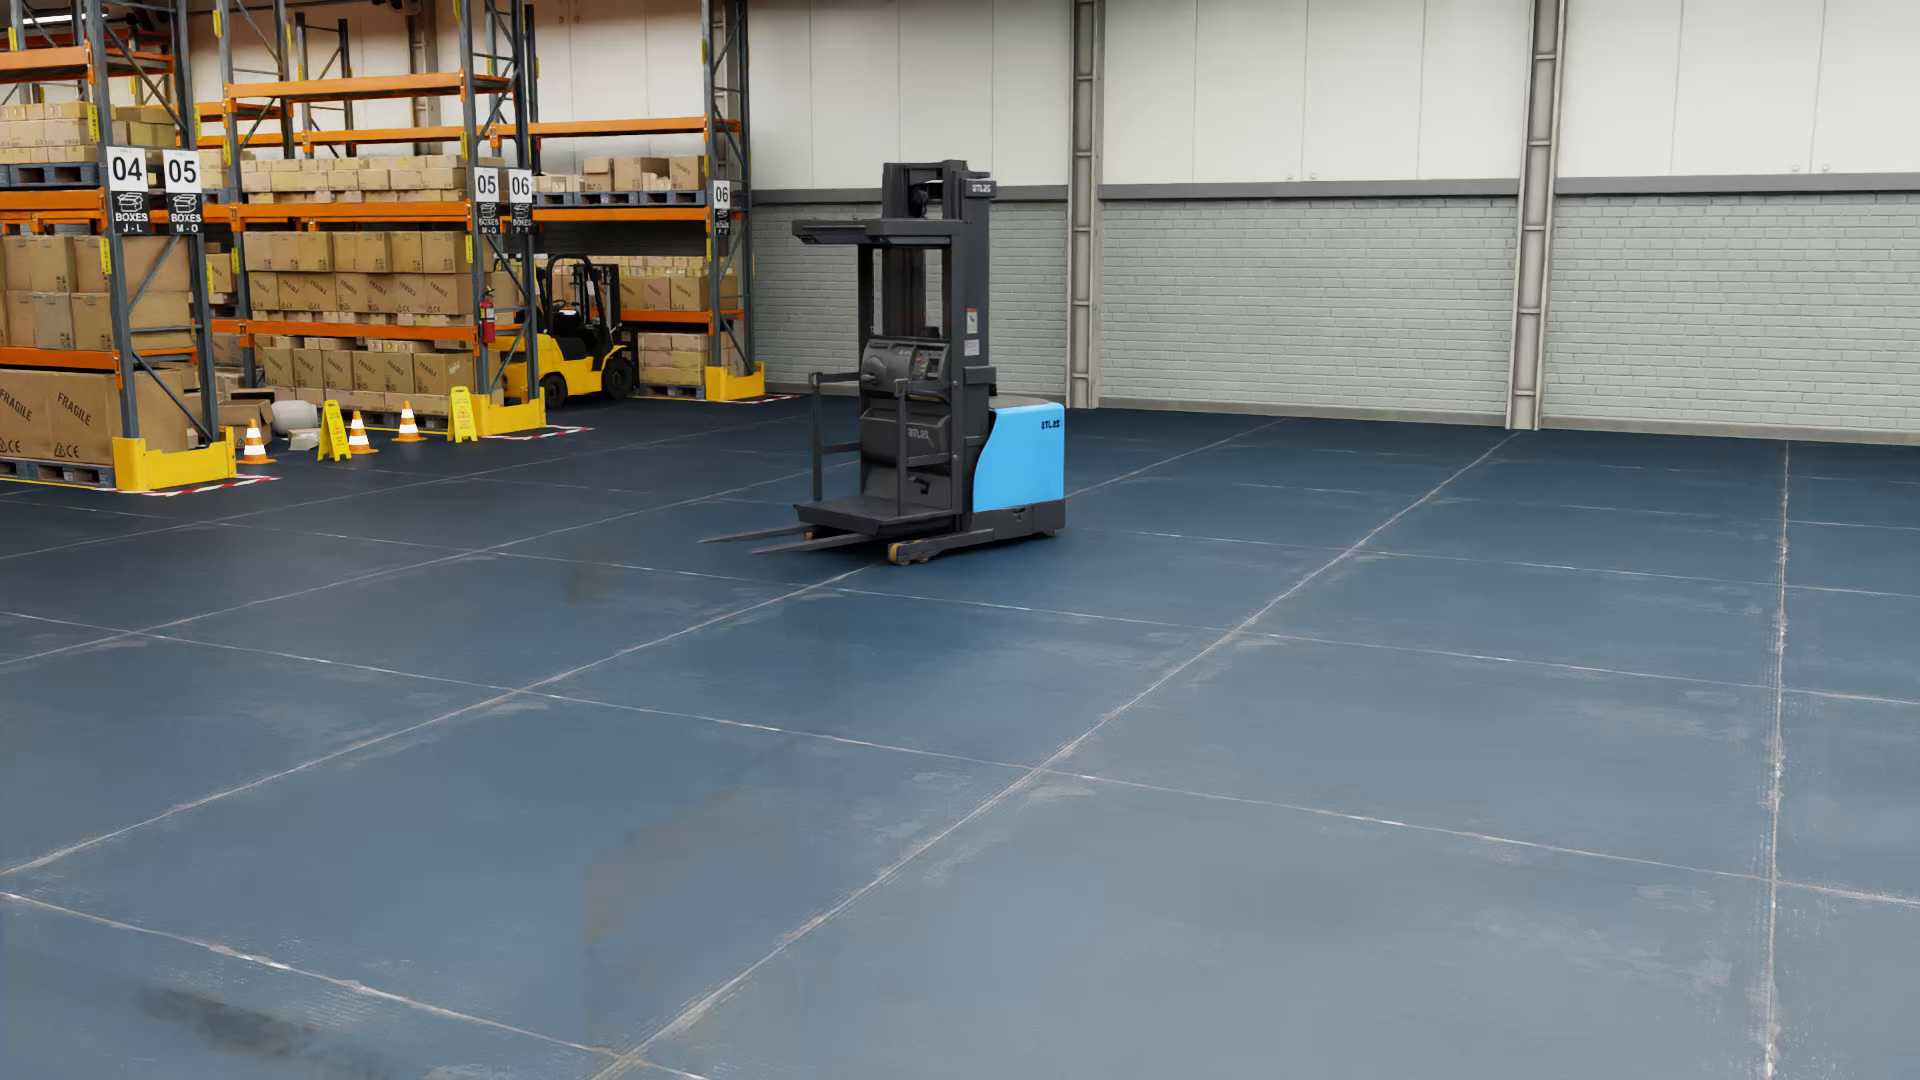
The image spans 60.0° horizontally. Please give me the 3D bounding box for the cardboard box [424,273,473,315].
[{"bbox_3d":[-6.215,-3.035,20.460,0.500,0.500,0.500,5,11,25],"label":"cardboard box"}]

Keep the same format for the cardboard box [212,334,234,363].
[{"bbox_3d":[-12.913,-3.401,29.440,0.500,0.500,0.500,5,11,24],"label":"cardboard box"}]

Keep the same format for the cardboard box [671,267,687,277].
[{"bbox_3d":[-4.091,-4.000,24.806,0.250,0.149,0.380,5,12,27],"label":"cardboard box"}]

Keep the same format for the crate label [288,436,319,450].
[{"bbox_3d":[-7.481,-1.108,18.966,0.298,0.136,0.250,-1,10,-4],"label":"crate label"}]

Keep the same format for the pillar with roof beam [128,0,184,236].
[{"bbox_3d":[-16.305,-7.042,26.874,0.548,9.000,9.100,5,11,26],"label":"pillar with roof beam"}]

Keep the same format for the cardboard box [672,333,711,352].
[{"bbox_3d":[-3.964,-2.966,24.927,0.500,0.250,0.500,5,12,28],"label":"cardboard box"}]

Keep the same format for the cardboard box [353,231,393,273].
[{"bbox_3d":[-7.115,-3.598,20.765,0.500,0.500,0.700,5,11,25],"label":"cardboard box"}]

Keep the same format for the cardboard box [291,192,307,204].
[{"bbox_3d":[-8.334,-4.387,21.329,0.250,0.149,0.380,5,12,28],"label":"cardboard box"}]

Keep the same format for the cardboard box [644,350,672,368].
[{"bbox_3d":[-4.433,-2.763,25.211,0.500,0.250,0.500,5,11,25],"label":"cardboard box"}]

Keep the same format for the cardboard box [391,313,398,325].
[{"bbox_3d":[-6.945,-2.796,20.962,0.250,0.149,0.380,5,11,27],"label":"cardboard box"}]

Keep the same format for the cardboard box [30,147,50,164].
[{"bbox_3d":[-8.610,-3.662,15.866,0.250,0.149,0.380,5,11,27],"label":"cardboard box"}]

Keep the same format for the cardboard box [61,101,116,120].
[{"bbox_3d":[-8.158,-4.015,15.575,0.250,0.149,0.380,5,11,26],"label":"cardboard box"}]

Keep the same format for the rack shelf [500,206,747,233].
[{"bbox_3d":[-5.207,-4.913,25.551,4.000,0.370,1.077,5,11,26],"label":"rack shelf"}]

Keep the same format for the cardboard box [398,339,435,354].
[{"bbox_3d":[-6.799,-2.422,20.804,0.250,0.149,0.380,5,12,27],"label":"cardboard box"}]

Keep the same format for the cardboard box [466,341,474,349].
[{"bbox_3d":[-7.473,-3.026,27.017,0.625,0.625,0.875,6,12,28],"label":"cardboard box"}]

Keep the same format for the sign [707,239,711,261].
[{"bbox_3d":[-3.666,-4.234,24.287,0.005,0.325,0.100,5,11,26],"label":"sign"}]

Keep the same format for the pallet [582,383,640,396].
[{"bbox_3d":[-5.208,-2.411,25.960,1.213,0.211,1.003,5,11,26],"label":"pallet"}]

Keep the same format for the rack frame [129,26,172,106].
[{"bbox_3d":[-14.175,-7.531,29.574,0.127,3.000,1.000,5,11,26],"label":"rack frame"}]

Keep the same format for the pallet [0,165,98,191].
[{"bbox_3d":[-9.474,-3.627,16.674,1.213,0.211,1.003,5,11,26],"label":"pallet"}]

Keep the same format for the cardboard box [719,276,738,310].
[{"bbox_3d":[-3.735,-3.766,25.336,0.500,0.500,0.500,5,12,28],"label":"cardboard box"}]

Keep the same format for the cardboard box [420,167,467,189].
[{"bbox_3d":[-6.184,-4.386,20.207,0.500,0.250,0.500,5,11,25],"label":"cardboard box"}]

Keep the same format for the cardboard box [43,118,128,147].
[{"bbox_3d":[-8.269,-3.840,15.730,0.500,0.250,0.500,5,11,27],"label":"cardboard box"}]

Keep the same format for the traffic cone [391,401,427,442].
[{"bbox_3d":[-6.563,-1.420,19.777,0.334,0.463,0.336,5,11,26],"label":"traffic cone"}]

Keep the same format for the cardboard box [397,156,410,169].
[{"bbox_3d":[-6.696,-4.637,20.470,0.250,0.149,0.380,5,11,26],"label":"cardboard box"}]

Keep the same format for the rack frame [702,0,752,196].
[{"bbox_3d":[-3.413,-6.586,24.349,0.127,3.000,1.000,5,11,26],"label":"rack frame"}]

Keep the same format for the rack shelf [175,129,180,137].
[{"bbox_3d":[-15.968,-7.333,30.509,4.000,0.370,1.077,5,11,26],"label":"rack shelf"}]

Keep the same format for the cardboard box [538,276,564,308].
[{"bbox_3d":[-6.244,-3.883,25.981,0.500,0.500,0.500,5,12,27],"label":"cardboard box"}]

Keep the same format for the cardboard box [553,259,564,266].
[{"bbox_3d":[-6.153,-4.329,25.792,0.250,0.149,0.380,5,12,27],"label":"cardboard box"}]

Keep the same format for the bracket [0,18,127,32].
[{"bbox_3d":[-17.240,-9.680,31.341,4.783,0.066,0.076,5,11,26],"label":"bracket"}]

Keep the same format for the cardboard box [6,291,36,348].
[{"bbox_3d":[-9.008,-2.242,16.773,0.550,0.550,0.875,5,11,26],"label":"cardboard box"}]

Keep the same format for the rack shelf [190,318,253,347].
[{"bbox_3d":[-10.987,-2.959,23.178,4.000,0.370,1.077,5,11,26],"label":"rack shelf"}]

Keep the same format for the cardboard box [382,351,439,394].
[{"bbox_3d":[-6.910,-2.125,20.986,0.500,0.500,0.500,6,12,28],"label":"cardboard box"}]

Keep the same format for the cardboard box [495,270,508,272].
[{"bbox_3d":[-7.405,-4.309,26.511,0.250,0.149,0.380,5,12,28],"label":"cardboard box"}]

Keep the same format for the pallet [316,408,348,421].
[{"bbox_3d":[-8.576,-1.736,22.231,1.213,0.211,1.003,5,11,26],"label":"pallet"}]

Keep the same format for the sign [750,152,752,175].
[{"bbox_3d":[-3.162,-5.667,25.019,0.005,0.325,0.100,5,11,26],"label":"sign"}]

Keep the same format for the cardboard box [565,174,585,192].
[{"bbox_3d":[-5.804,-5.449,25.410,0.258,0.266,0.396,5,11,24],"label":"cardboard box"}]

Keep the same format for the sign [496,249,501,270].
[{"bbox_3d":[-7.232,-4.392,26.046,0.005,0.325,0.100,5,11,26],"label":"sign"}]

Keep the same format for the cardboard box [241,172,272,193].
[{"bbox_3d":[-8.920,-4.626,21.530,0.500,0.250,0.500,5,11,25],"label":"cardboard box"}]

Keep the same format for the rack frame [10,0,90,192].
[{"bbox_3d":[-12.781,-6.423,23.451,0.127,3.000,1.000,5,11,26],"label":"rack frame"}]

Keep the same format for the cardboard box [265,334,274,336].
[{"bbox_3d":[-11.834,-3.631,28.886,0.250,0.149,0.380,5,12,27],"label":"cardboard box"}]

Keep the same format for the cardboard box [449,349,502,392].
[{"bbox_3d":[-6.229,-2.173,21.248,0.500,0.500,0.500,5,11,24],"label":"cardboard box"}]

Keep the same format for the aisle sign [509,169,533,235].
[{"bbox_3d":[-5.414,-4.164,20.517,0.004,0.787,0.394,5,11,26],"label":"aisle sign"}]

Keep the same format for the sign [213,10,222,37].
[{"bbox_3d":[-9.434,-6.556,21.120,0.005,0.325,0.100,5,11,26],"label":"sign"}]

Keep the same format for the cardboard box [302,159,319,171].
[{"bbox_3d":[-8.108,-4.749,21.091,0.250,0.149,0.380,5,11,24],"label":"cardboard box"}]

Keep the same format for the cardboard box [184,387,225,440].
[{"bbox_3d":[-9.144,-1.485,19.643,0.503,0.637,0.797,5,11,26],"label":"cardboard box"}]

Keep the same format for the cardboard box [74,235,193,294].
[{"bbox_3d":[-8.022,-2.683,16.176,0.550,0.550,0.875,5,11,26],"label":"cardboard box"}]

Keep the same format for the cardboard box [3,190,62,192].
[{"bbox_3d":[-13.185,-5.210,23.702,0.637,0.503,0.797,4,11,22],"label":"cardboard box"}]

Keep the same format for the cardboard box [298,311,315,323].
[{"bbox_3d":[-8.345,-2.903,21.554,0.250,0.149,0.380,5,12,28],"label":"cardboard box"}]

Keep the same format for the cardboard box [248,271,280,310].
[{"bbox_3d":[-8.922,-3.272,21.771,0.500,0.500,0.500,5,11,26],"label":"cardboard box"}]

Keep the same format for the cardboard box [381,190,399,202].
[{"bbox_3d":[-6.953,-4.260,20.627,0.250,0.149,0.380,5,11,25],"label":"cardboard box"}]

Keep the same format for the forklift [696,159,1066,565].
[{"bbox_3d":[-0.572,-1.359,12.511,3.031,2.935,1.130,-9,14,-42],"label":"forklift"}]

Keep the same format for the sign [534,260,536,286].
[{"bbox_3d":[-5.366,-3.353,20.904,0.005,0.325,0.100,5,11,26],"label":"sign"}]

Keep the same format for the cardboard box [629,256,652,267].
[{"bbox_3d":[-4.783,-4.208,25.120,0.250,0.149,0.380,5,12,27],"label":"cardboard box"}]

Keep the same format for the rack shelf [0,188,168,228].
[{"bbox_3d":[-9.500,-3.322,16.758,4.000,0.370,1.077,5,11,26],"label":"rack shelf"}]

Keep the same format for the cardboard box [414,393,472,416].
[{"bbox_3d":[-6.472,-1.717,20.834,0.500,0.250,0.500,5,11,26],"label":"cardboard box"}]
